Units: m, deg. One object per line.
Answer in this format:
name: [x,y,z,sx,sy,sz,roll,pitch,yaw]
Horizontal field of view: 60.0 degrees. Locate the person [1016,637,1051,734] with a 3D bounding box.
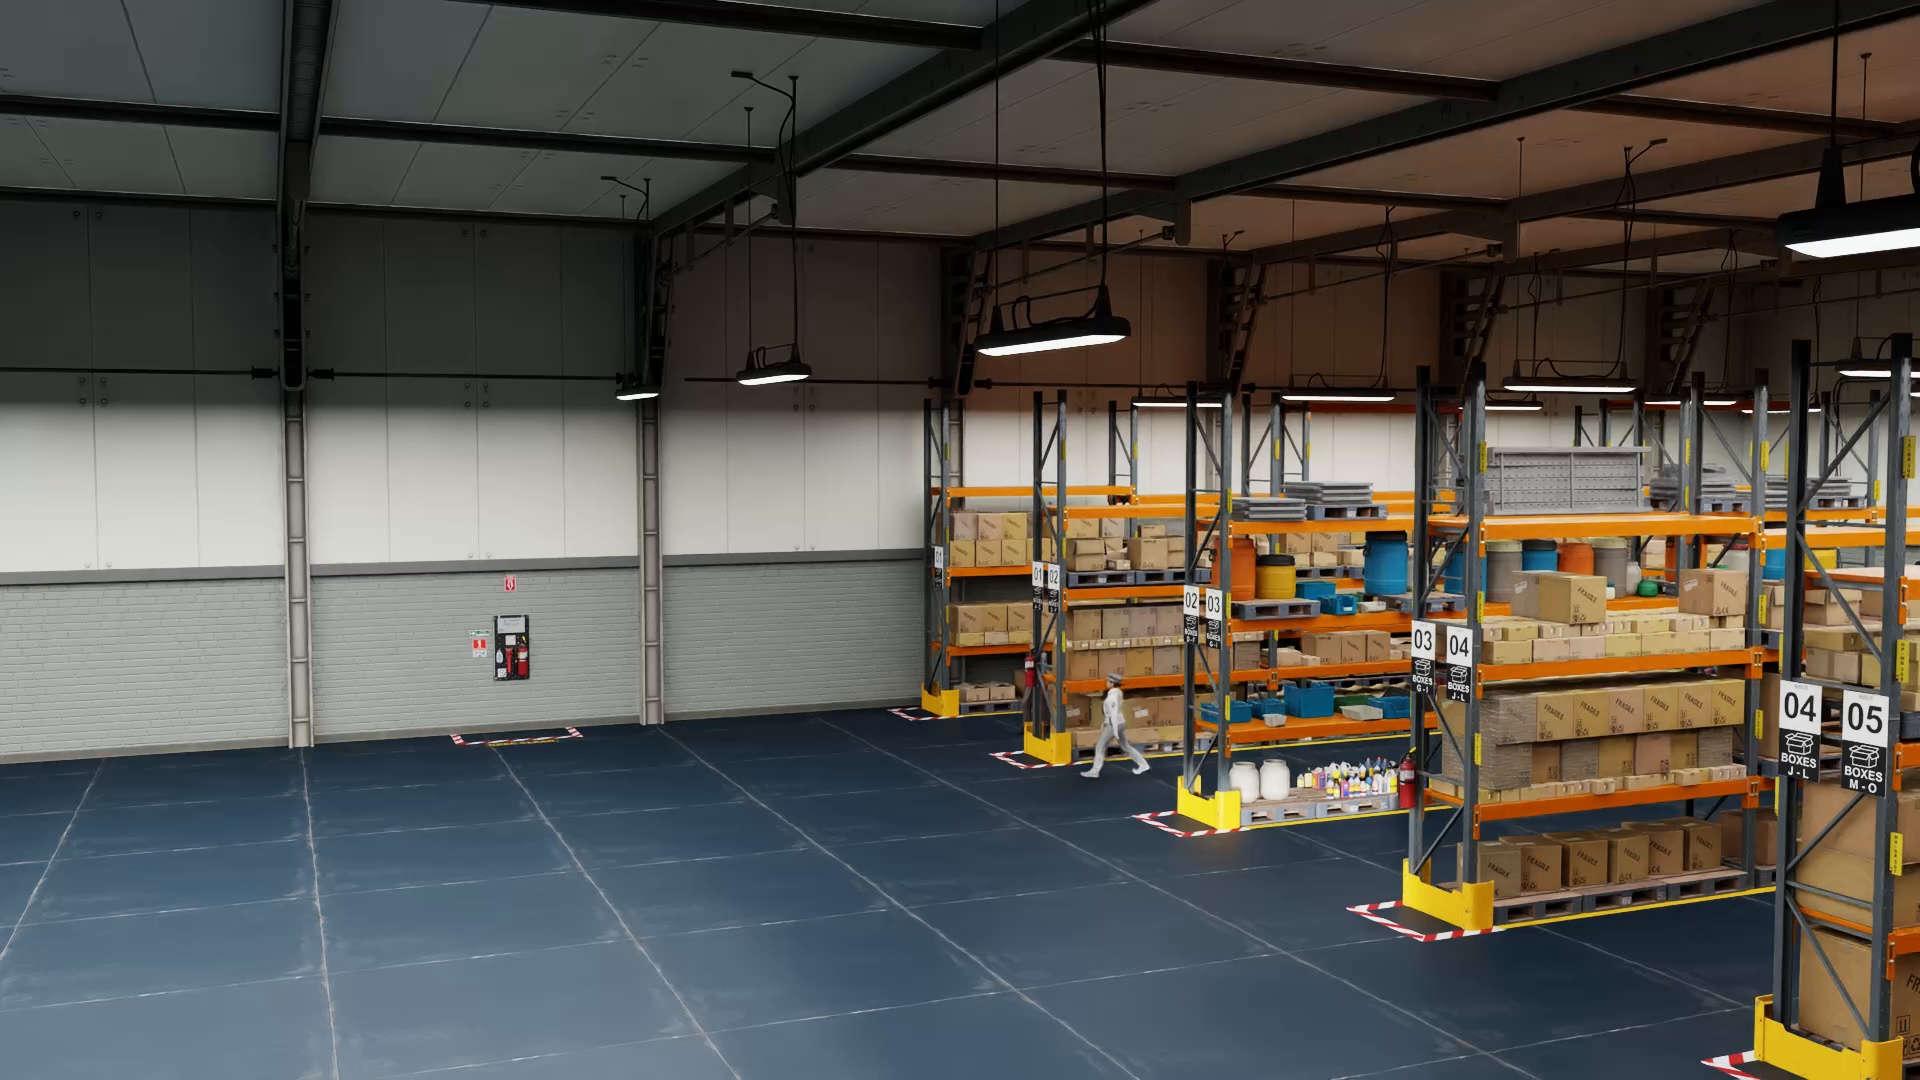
person: [1.342,2.579,29.508,0.658,1.745,0.584,-2,4,-36]

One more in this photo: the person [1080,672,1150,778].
person: [2.387,2.827,25.502,1.062,1.625,0.539,1,3,9]
